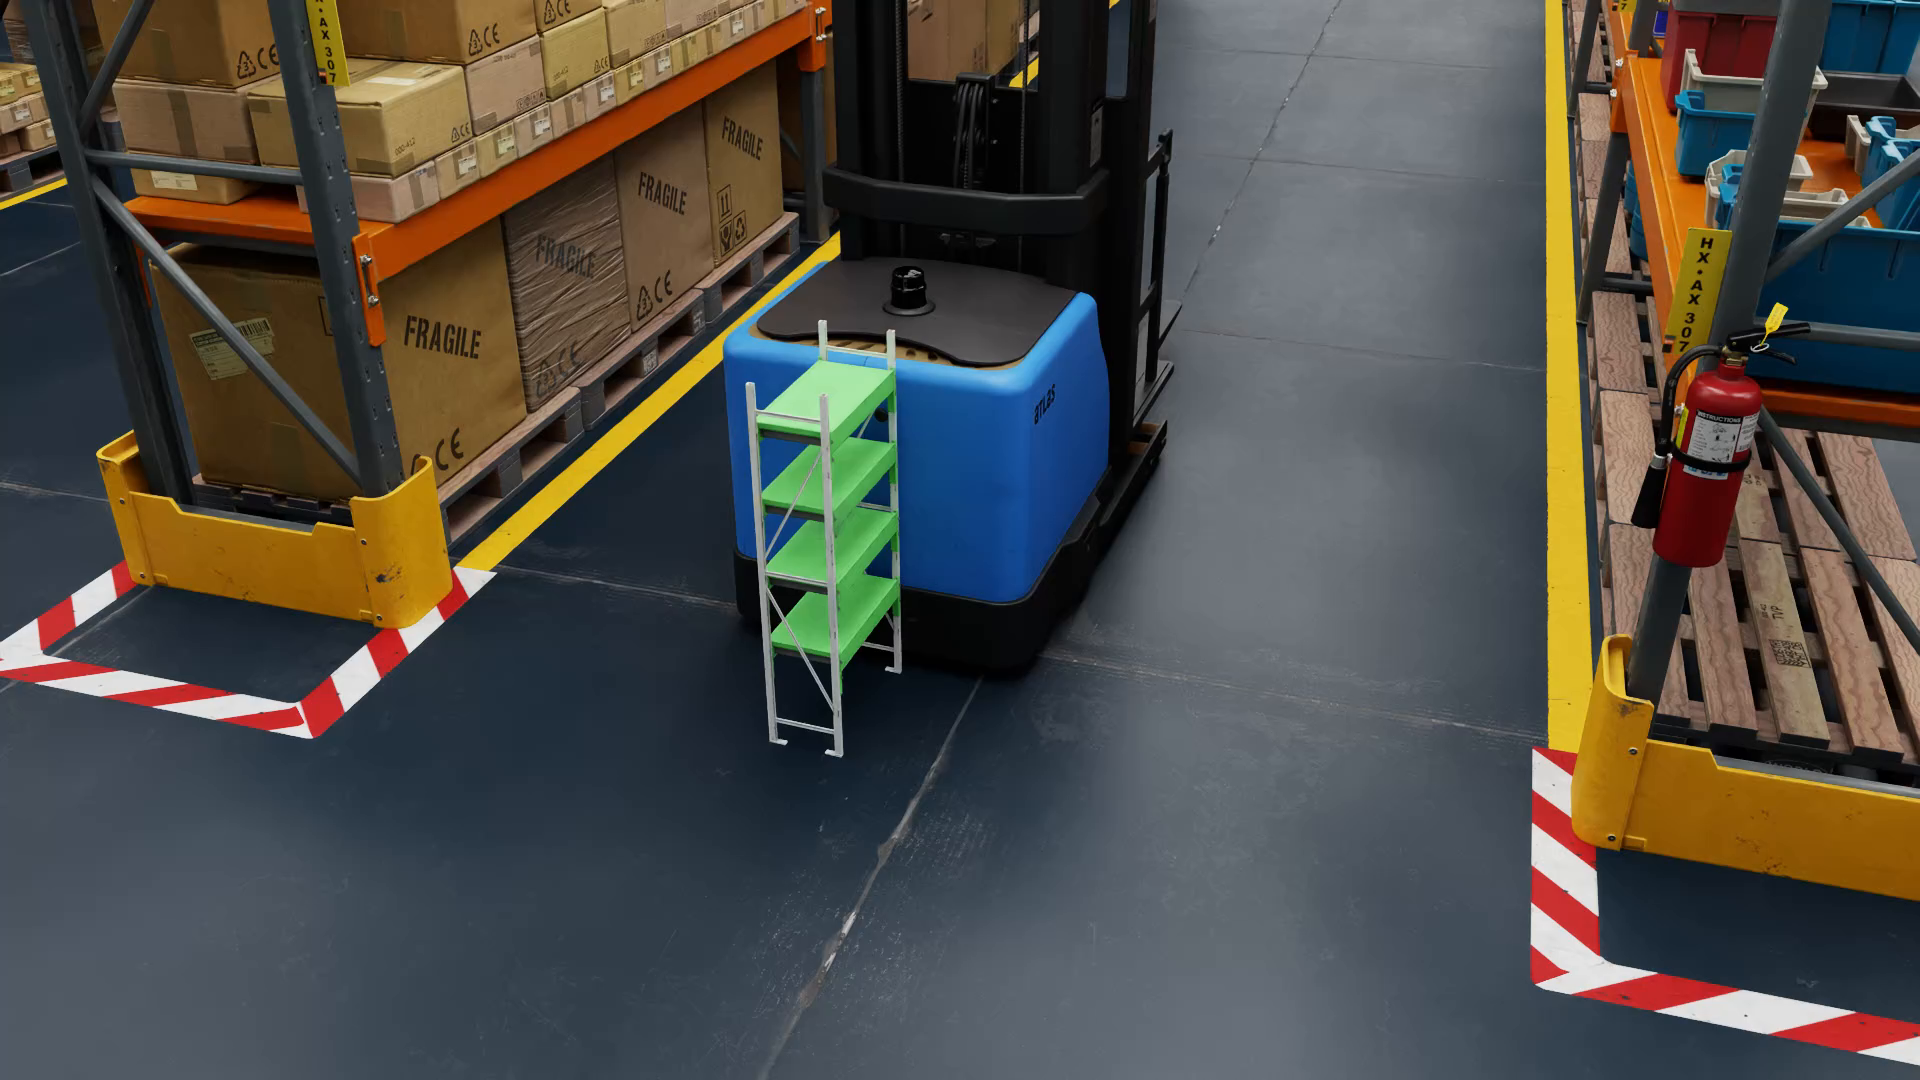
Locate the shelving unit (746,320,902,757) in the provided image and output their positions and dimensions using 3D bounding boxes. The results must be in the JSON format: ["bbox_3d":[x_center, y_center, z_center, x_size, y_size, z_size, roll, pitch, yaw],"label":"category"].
[{"bbox_3d":[-0.389,0.003,5.011,0.258,1.200,0.503,10,31,17],"label":"shelving unit"}]

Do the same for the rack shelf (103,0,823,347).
[{"bbox_3d":[-1.808,-1.786,7.114,1.077,0.370,4.000,8,30,15],"label":"rack shelf"}]

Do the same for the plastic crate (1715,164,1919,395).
[{"bbox_3d":[2.259,-0.688,4.302,0.616,0.435,0.499,8,30,15],"label":"plastic crate"}]

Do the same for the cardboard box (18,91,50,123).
[{"bbox_3d":[-5.721,-2.660,10.141,0.380,0.149,0.250,9,30,16],"label":"cardboard box"}]

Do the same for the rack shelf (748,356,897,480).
[{"bbox_3d":[-0.389,-0.361,4.808,0.258,0.148,0.480,10,31,17],"label":"rack shelf"}]

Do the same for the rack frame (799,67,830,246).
[{"bbox_3d":[-1.221,-3.029,8.610,1.000,3.000,0.127,8,30,15],"label":"rack frame"}]

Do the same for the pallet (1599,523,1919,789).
[{"bbox_3d":[2.619,0.377,5.355,1.003,0.211,1.213,8,30,15],"label":"pallet"}]

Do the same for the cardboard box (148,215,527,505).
[{"bbox_3d":[-2.284,-0.734,6.238,0.875,0.875,0.875,8,30,15],"label":"cardboard box"}]

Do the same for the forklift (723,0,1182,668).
[{"bbox_3d":[0.211,-1.569,6.055,1.130,2.935,3.031,10,31,17],"label":"forklift"}]

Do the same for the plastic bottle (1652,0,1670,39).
[{"bbox_3d":[3.321,-2.498,7.782,0.152,0.276,0.135,8,30,15],"label":"plastic bottle"}]

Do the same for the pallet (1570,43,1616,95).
[{"bbox_3d":[4.952,-3.317,11.996,1.003,0.211,1.213,8,30,15],"label":"pallet"}]

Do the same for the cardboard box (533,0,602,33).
[{"bbox_3d":[-1.703,-2.221,6.234,0.500,0.500,0.500,8,30,14],"label":"cardboard box"}]

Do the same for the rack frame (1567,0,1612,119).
[{"bbox_3d":[4.688,-4.181,10.681,1.000,3.000,0.127,8,30,15],"label":"rack frame"}]

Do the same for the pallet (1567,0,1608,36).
[{"bbox_3d":[5.669,-4.451,14.035,1.003,0.211,1.213,8,30,15],"label":"pallet"}]

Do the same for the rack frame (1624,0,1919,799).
[{"bbox_3d":[2.340,-0.464,3.998,1.000,3.000,0.127,8,30,15],"label":"rack frame"}]

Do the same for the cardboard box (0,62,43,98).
[{"bbox_3d":[-5.788,-2.779,10.049,0.380,0.149,0.250,9,30,16],"label":"cardboard box"}]

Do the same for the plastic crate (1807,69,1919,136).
[{"bbox_3d":[3.442,-1.670,6.388,0.437,0.125,0.590,8,30,15],"label":"plastic crate"}]

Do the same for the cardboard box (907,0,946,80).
[{"bbox_3d":[-0.791,-3.000,10.311,1.225,0.875,0.875,7,30,13],"label":"cardboard box"}]

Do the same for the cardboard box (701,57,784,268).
[{"bbox_3d":[-1.491,-1.989,8.494,0.875,0.875,0.875,8,30,15],"label":"cardboard box"}]

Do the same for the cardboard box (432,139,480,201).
[{"bbox_3d":[-1.901,-1.298,5.756,0.380,0.149,0.250,8,30,14],"label":"cardboard box"}]

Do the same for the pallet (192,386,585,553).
[{"bbox_3d":[-2.235,-0.335,6.634,1.003,0.211,1.213,8,30,15],"label":"pallet"}]

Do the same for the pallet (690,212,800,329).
[{"bbox_3d":[-1.519,-1.469,8.673,1.003,0.211,1.213,8,30,15],"label":"pallet"}]

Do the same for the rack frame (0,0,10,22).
[{"bbox_3d":[-5.933,-3.784,9.967,1.000,3.000,0.127,8,30,15],"label":"rack frame"}]

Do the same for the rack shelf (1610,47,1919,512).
[{"bbox_3d":[2.927,-1.079,5.844,1.077,0.370,4.000,8,30,15],"label":"rack shelf"}]

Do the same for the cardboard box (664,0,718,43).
[{"bbox_3d":[-1.399,-2.373,7.279,0.500,0.250,0.500,9,30,16],"label":"cardboard box"}]

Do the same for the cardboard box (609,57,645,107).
[{"bbox_3d":[-1.525,-1.894,6.827,0.380,0.149,0.250,8,30,14],"label":"cardboard box"}]

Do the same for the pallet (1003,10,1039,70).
[{"bbox_3d":[0.184,-4.033,13.282,1.003,0.211,1.213,8,30,15],"label":"pallet"}]

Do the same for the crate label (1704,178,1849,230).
[{"bbox_3d":[2.563,-1.045,5.253,0.396,0.136,0.243,8,30,15],"label":"crate label"}]

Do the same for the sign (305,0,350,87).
[{"bbox_3d":[-1.866,-1.501,4.891,0.100,0.325,0.005,8,30,15],"label":"sign"}]

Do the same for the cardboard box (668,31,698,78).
[{"bbox_3d":[-1.374,-2.134,7.259,0.380,0.149,0.250,8,30,14],"label":"cardboard box"}]

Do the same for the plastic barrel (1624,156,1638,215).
[{"bbox_3d":[3.898,-2.169,8.789,0.600,0.901,0.708,8,30,15],"label":"plastic barrel"}]

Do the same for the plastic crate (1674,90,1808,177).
[{"bbox_3d":[2.697,-1.408,5.805,0.416,0.233,0.300,8,30,15],"label":"plastic crate"}]

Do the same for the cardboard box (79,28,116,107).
[{"bbox_3d":[-5.462,-3.181,11.022,0.500,0.500,0.500,10,31,17],"label":"cardboard box"}]

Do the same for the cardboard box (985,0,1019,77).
[{"bbox_3d":[-0.269,-3.826,11.795,1.225,0.875,0.875,7,30,13],"label":"cardboard box"}]

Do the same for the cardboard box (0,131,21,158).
[{"bbox_3d":[-5.878,-2.382,9.947,0.380,0.149,0.250,9,30,16],"label":"cardboard box"}]

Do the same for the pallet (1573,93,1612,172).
[{"bbox_3d":[4.496,-2.591,10.690,1.003,0.211,1.213,8,30,15],"label":"pallet"}]

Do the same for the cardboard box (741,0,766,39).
[{"bbox_3d":[-1.148,-2.492,7.903,0.380,0.149,0.250,8,30,14],"label":"cardboard box"}]

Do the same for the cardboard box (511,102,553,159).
[{"bbox_3d":[-1.751,-1.538,6.188,0.380,0.149,0.250,8,30,14],"label":"cardboard box"}]

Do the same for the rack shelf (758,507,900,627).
[{"bbox_3d":[-0.389,0.059,5.042,0.258,0.148,0.480,10,31,17],"label":"rack shelf"}]

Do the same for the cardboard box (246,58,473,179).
[{"bbox_3d":[-1.996,-1.419,5.564,0.500,0.250,0.500,8,30,14],"label":"cardboard box"}]

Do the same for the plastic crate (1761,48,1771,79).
[{"bbox_3d":[3.241,-2.038,7.037,0.396,0.136,0.243,8,30,15],"label":"plastic crate"}]

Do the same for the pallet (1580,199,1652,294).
[{"bbox_3d":[3.780,-1.457,8.651,1.003,0.211,1.213,8,30,15],"label":"pallet"}]

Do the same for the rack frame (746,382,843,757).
[{"bbox_3d":[-0.471,0.115,4.810,0.240,1.200,0.015,10,31,17],"label":"rack frame"}]

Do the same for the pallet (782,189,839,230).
[{"bbox_3d":[-1.066,-2.180,9.952,1.003,0.211,1.213,8,30,15],"label":"pallet"}]
